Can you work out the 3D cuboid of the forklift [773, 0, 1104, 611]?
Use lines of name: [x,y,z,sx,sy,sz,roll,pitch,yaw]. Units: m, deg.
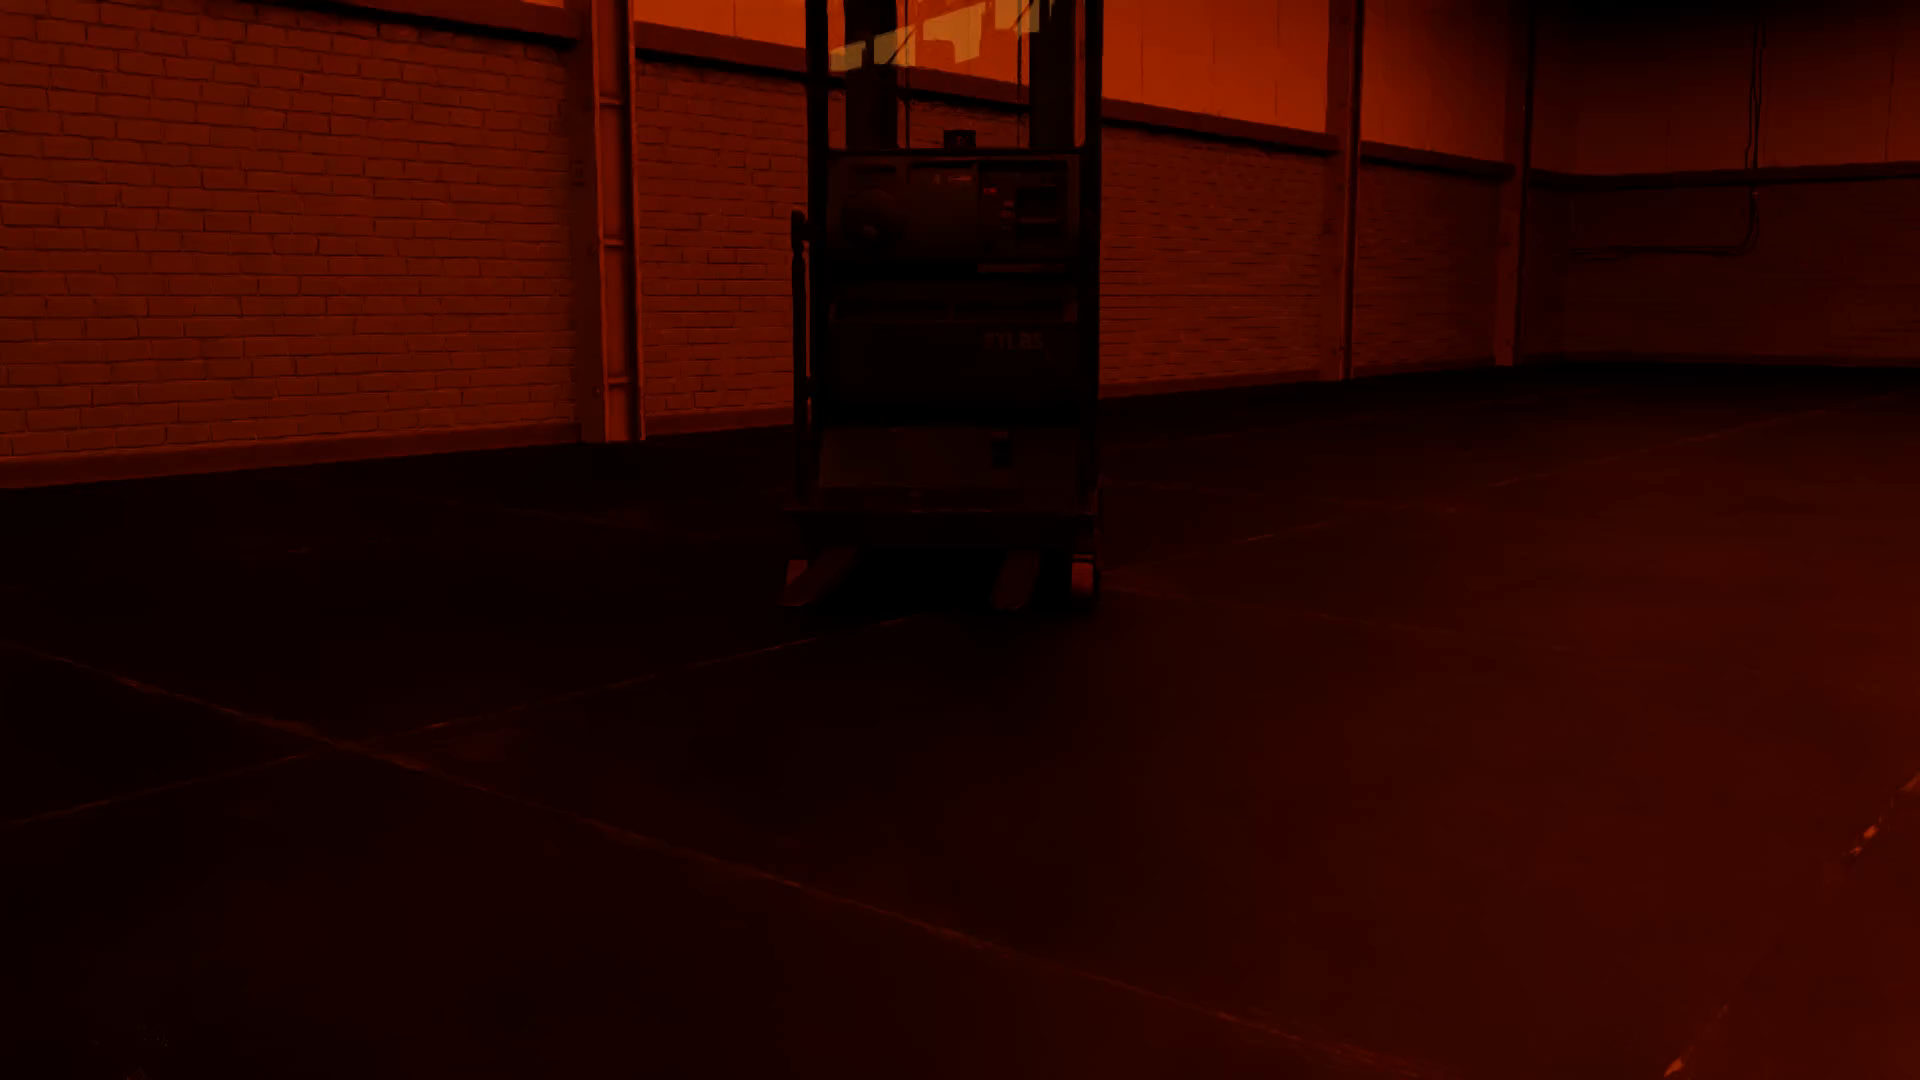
forklift: [-0.043,-1.263,5.916,1.130,2.935,3.031,1,8,5]
